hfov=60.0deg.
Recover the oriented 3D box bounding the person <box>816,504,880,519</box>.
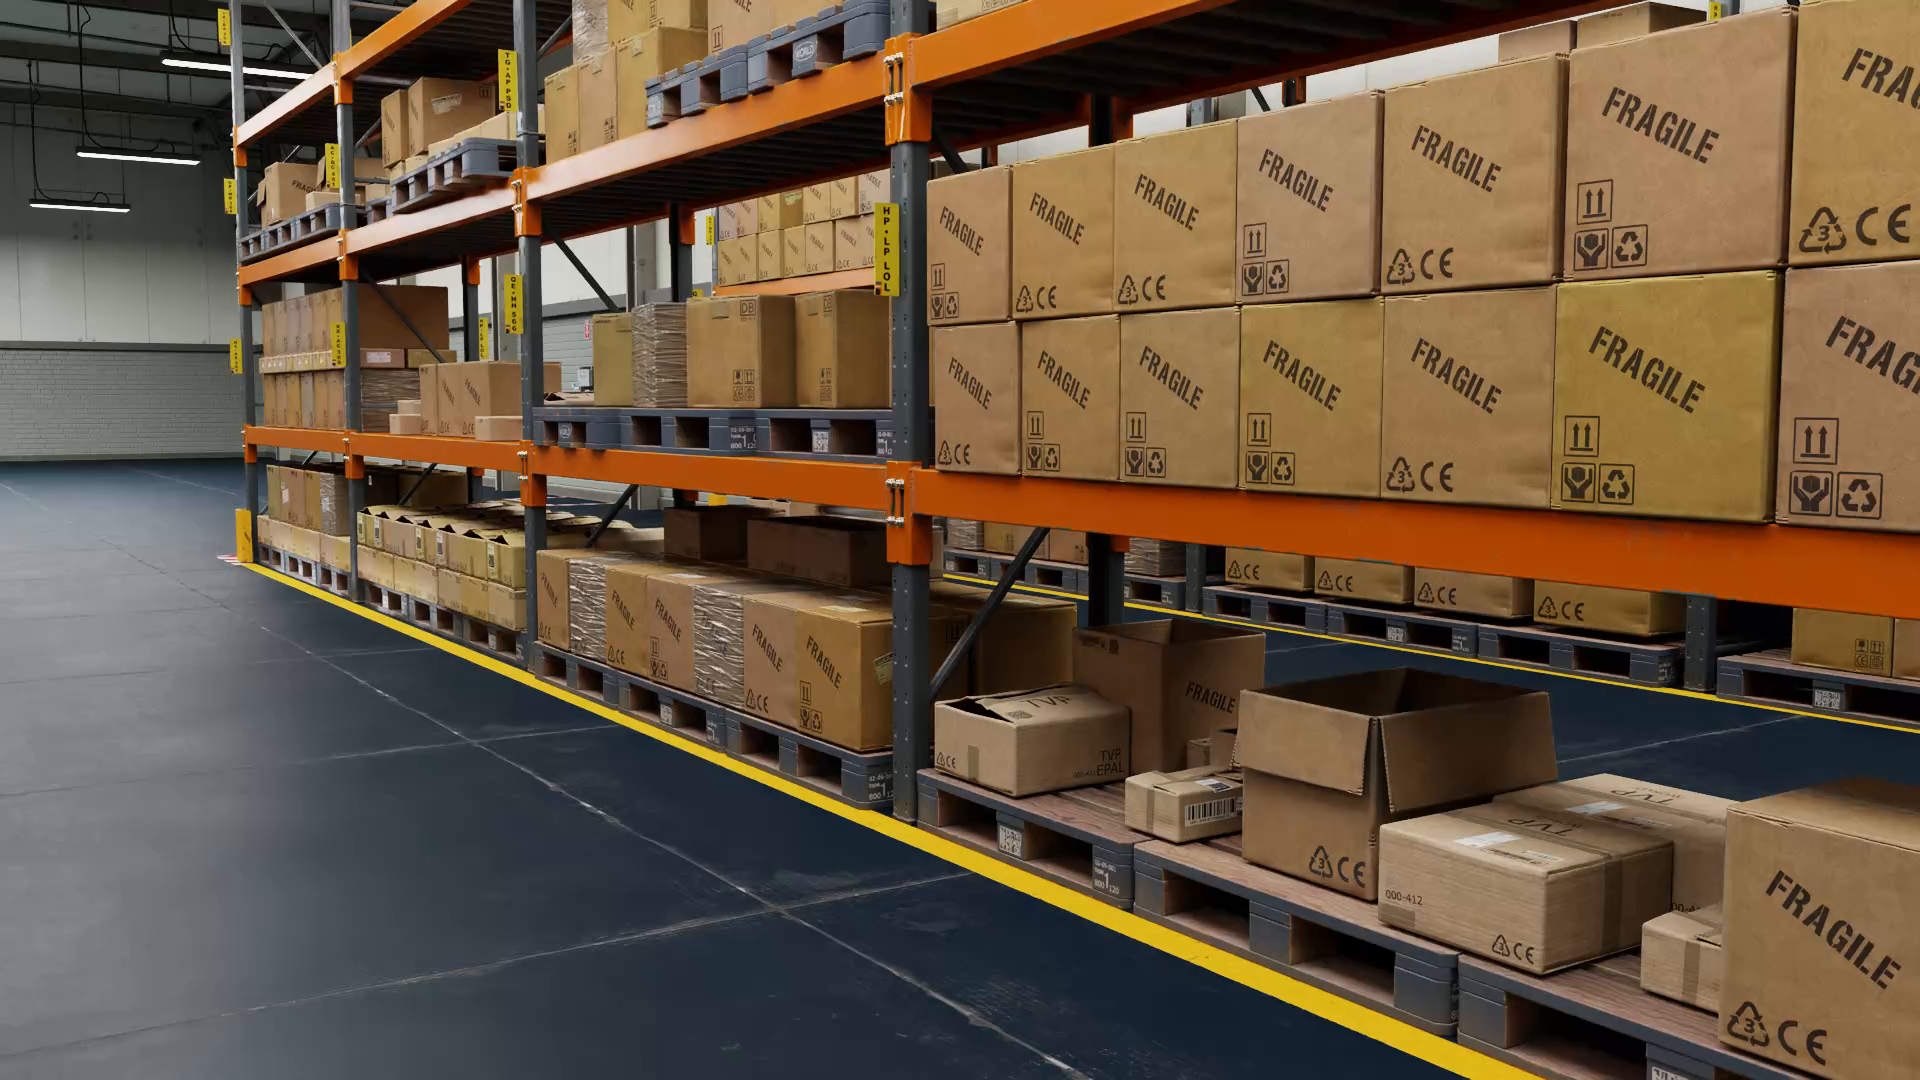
[{"bbox_3d":[-0.717,-0.165,10.502,0.497,1.705,0.481,-2,5,-26],"label":"person"}]
